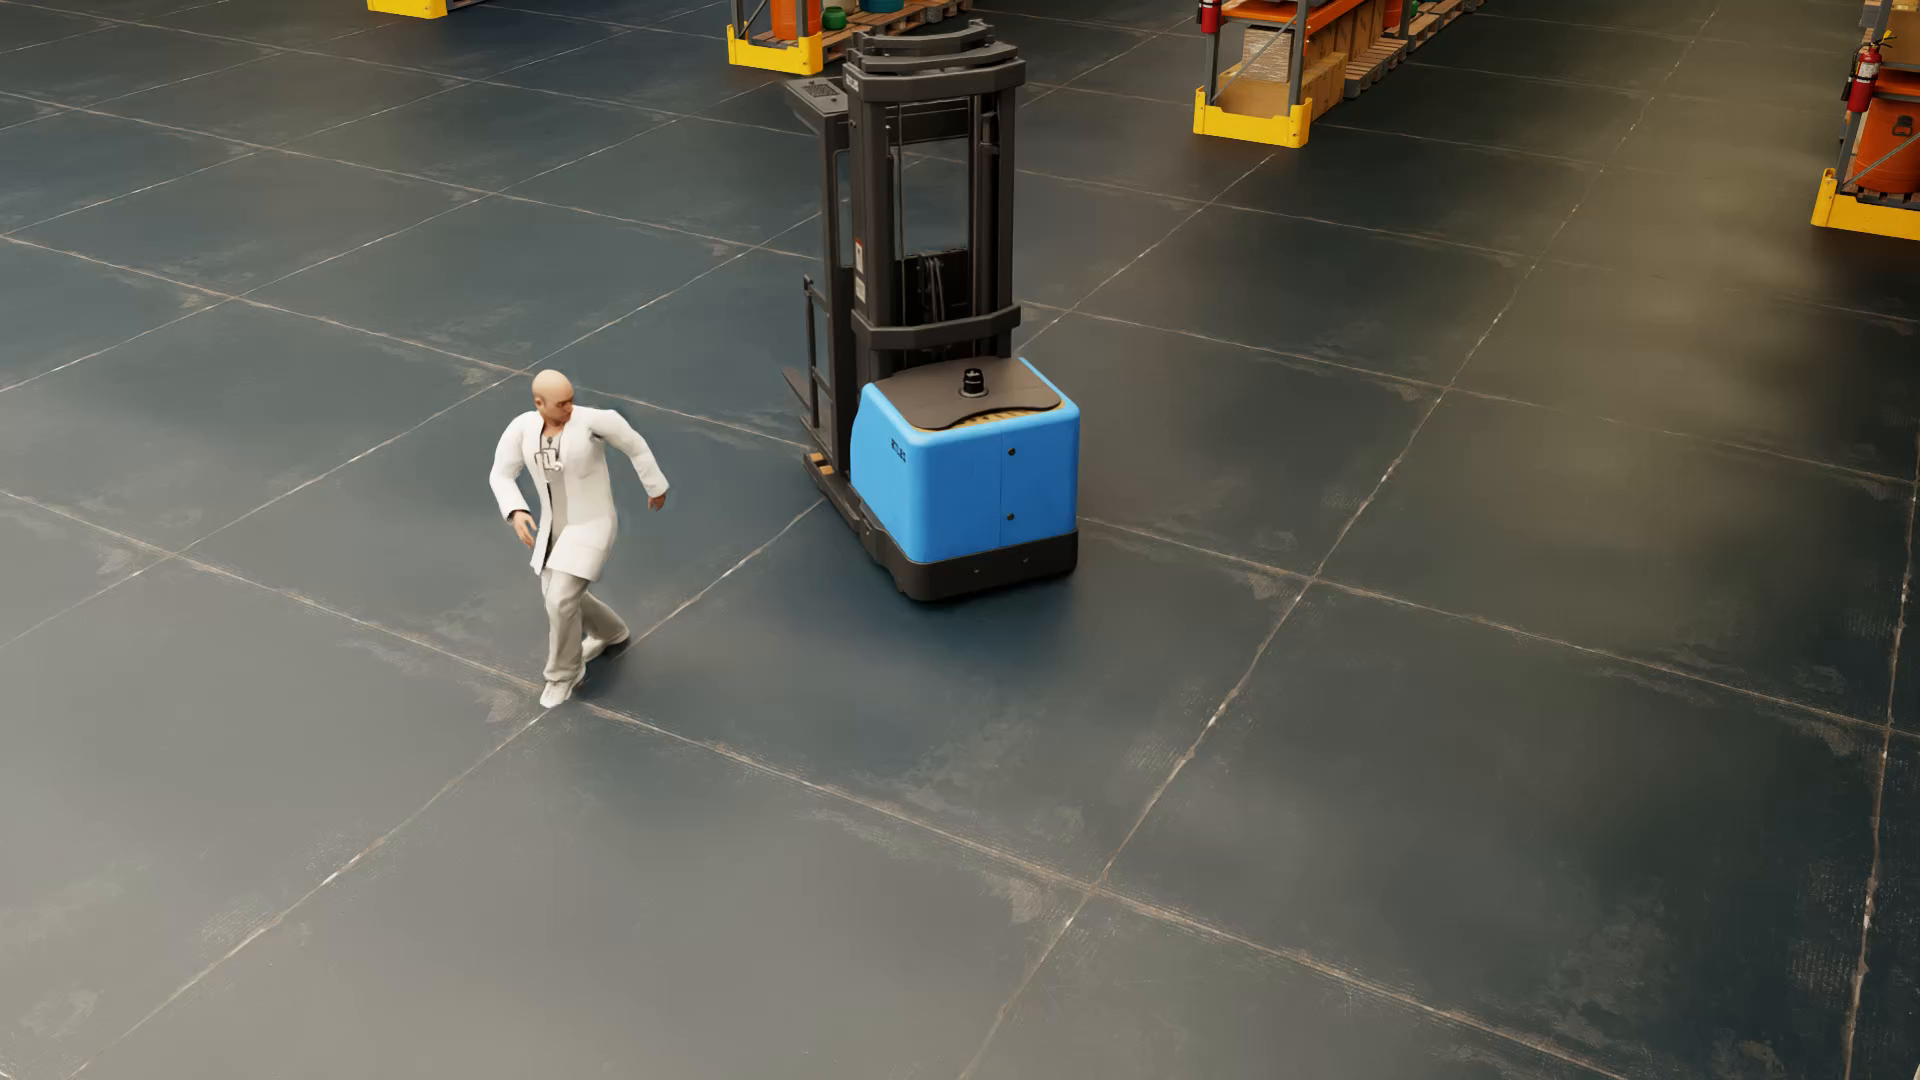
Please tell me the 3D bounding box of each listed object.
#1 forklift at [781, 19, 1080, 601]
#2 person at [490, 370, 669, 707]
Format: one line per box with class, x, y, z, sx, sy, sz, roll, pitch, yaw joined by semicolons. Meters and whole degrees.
forklift;-0.357;-1.649;9.927;1.130;2.935;3.031;-12;32;-20
person;-1.957;-0.043;8.433;0.655;1.781;0.892;16;34;25
